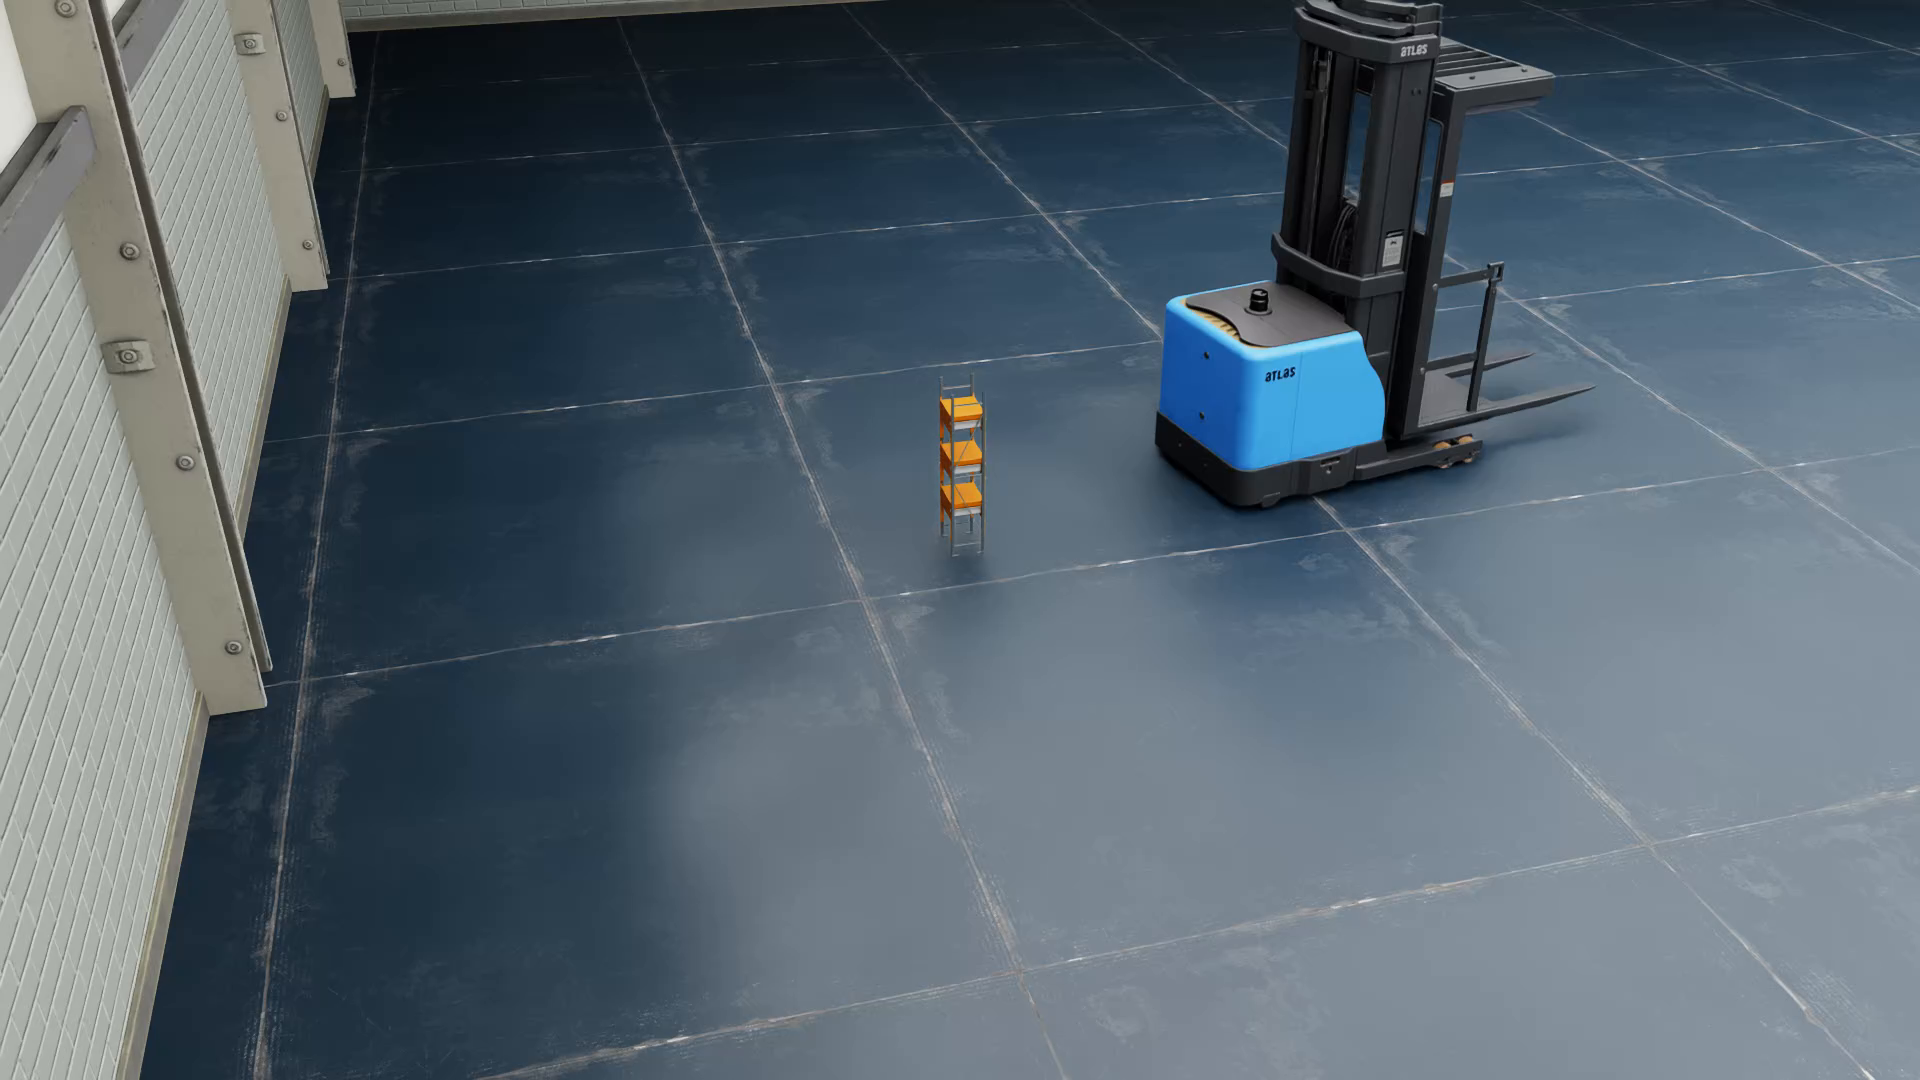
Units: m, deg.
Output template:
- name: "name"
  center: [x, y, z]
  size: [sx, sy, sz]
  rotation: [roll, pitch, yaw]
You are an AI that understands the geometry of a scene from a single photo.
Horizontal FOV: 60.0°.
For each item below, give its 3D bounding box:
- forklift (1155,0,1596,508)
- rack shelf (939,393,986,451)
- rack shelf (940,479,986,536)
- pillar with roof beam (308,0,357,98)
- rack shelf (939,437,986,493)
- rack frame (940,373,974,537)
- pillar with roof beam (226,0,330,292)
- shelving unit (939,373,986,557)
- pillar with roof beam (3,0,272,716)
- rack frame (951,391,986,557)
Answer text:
- name: "forklift"
  center: [2.839, -1.958, 10.438]
  size: [3.031, 2.935, 1.130]
  rotation: [-13, 33, -22]
- name: "rack shelf"
  center: [0.014, -0.665, 9.537]
  size: [0.215, 0.259, 0.240]
  rotation: [-8, 31, -13]
- name: "rack shelf"
  center: [0.014, -0.179, 9.818]
  size: [0.215, 0.259, 0.240]
  rotation: [-8, 31, -13]
- name: "pillar with roof beam"
  center: [-2.783, -9.483, 17.381]
  size: [9.100, 9.000, 0.400]
  rotation: [-8, 31, -13]
- name: "rack shelf"
  center: [0.014, -0.419, 9.679]
  size: [0.215, 0.259, 0.240]
  rotation: [-8, 31, -13]
- name: "rack frame"
  center: [-0.018, -0.487, 9.775]
  size: [0.200, 1.050, 0.008]
  rotation: [-8, 31, -13]
- name: "pillar with roof beam"
  center: [-1.191, -6.585, 12.375]
  size: [9.100, 9.000, 0.400]
  rotation: [-8, 31, -13]
- name: "shelving unit"
  center: [0.014, -0.429, 9.673]
  size: [0.215, 1.050, 0.252]
  rotation: [-8, 31, -13]
- name: "pillar with roof beam"
  center: [0.402, -3.687, 7.368]
  size: [9.100, 9.000, 0.400]
  rotation: [-8, 31, -13]
- name: "rack frame"
  center: [0.047, -0.370, 9.572]
  size: [0.200, 1.050, 0.008]
  rotation: [-8, 31, -13]
